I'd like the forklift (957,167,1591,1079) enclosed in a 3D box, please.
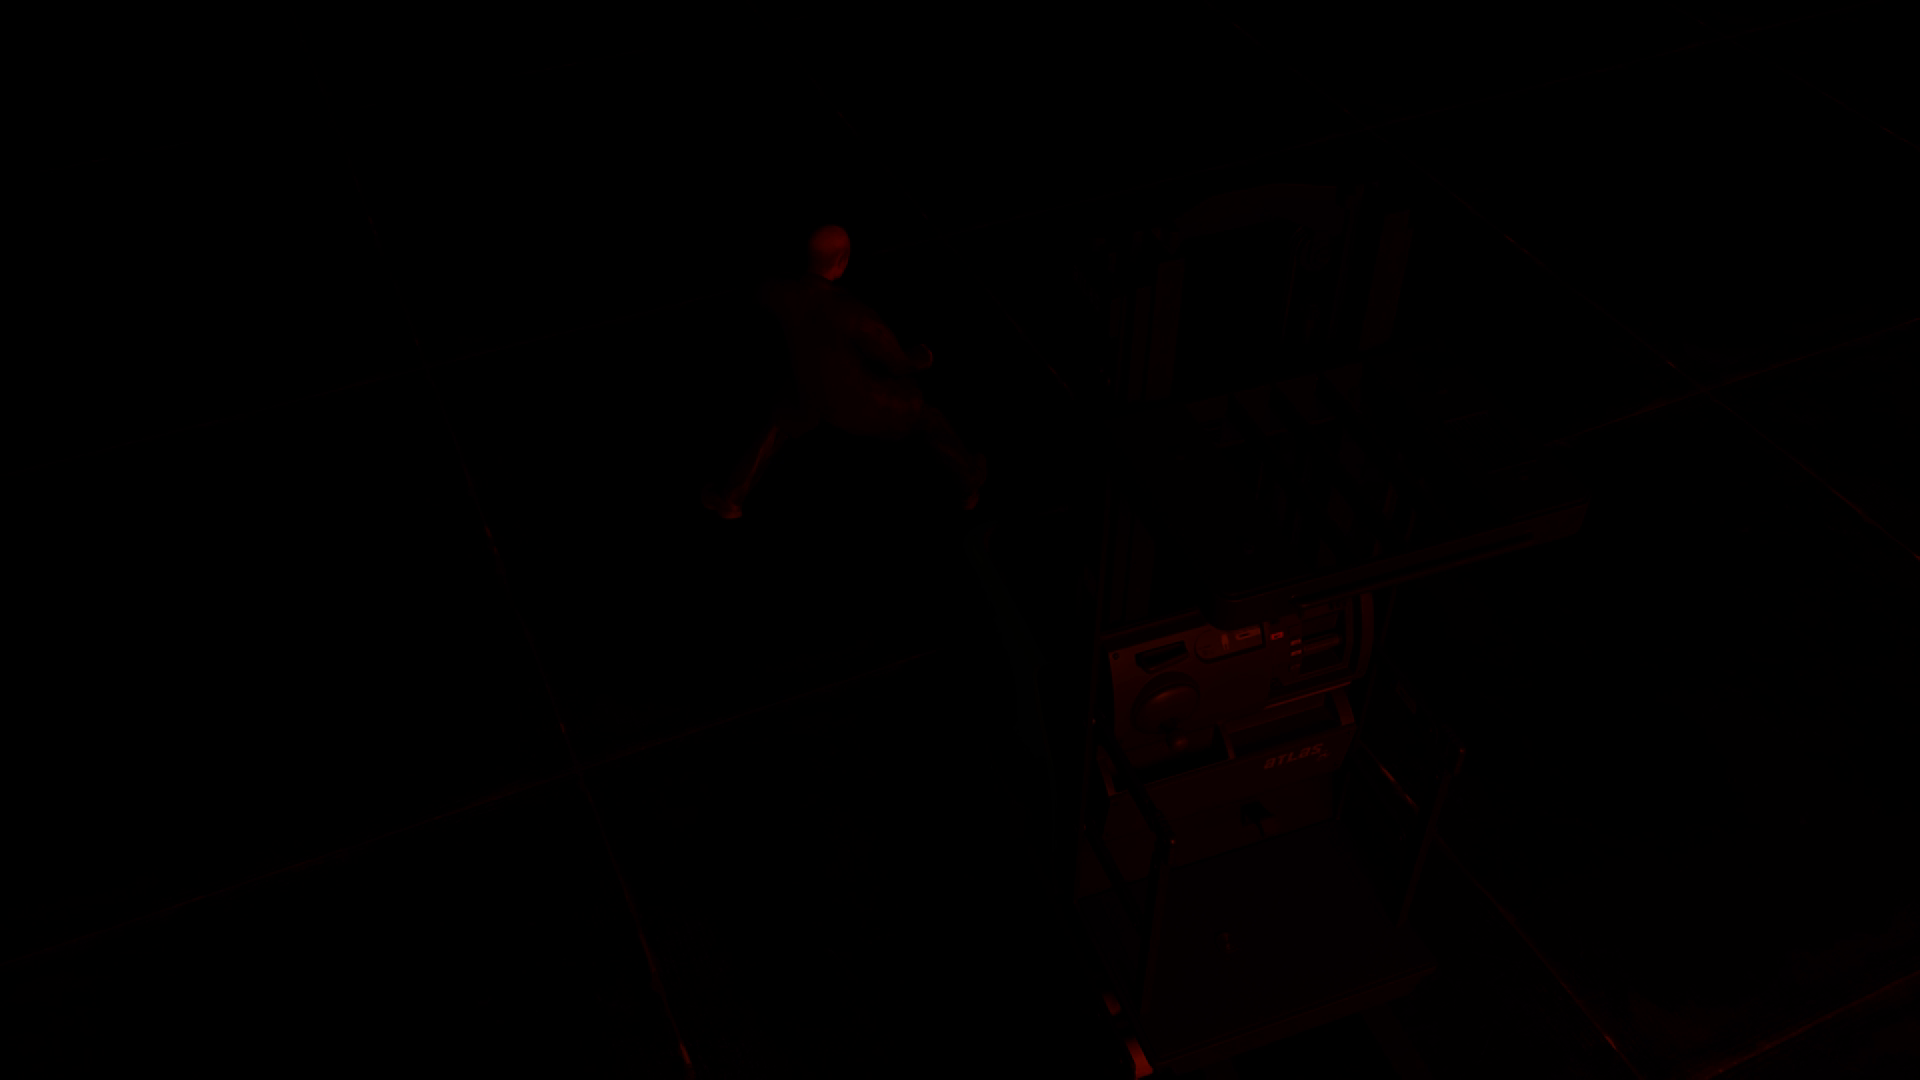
[{"bbox_3d":[0.979,0.482,5.163,1.130,2.935,3.031,-14,45,-15],"label":"forklift"}]

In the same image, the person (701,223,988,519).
[{"bbox_3d":[-0.554,-0.798,7.551,1.202,1.590,1.050,23,48,23],"label":"person"}]
